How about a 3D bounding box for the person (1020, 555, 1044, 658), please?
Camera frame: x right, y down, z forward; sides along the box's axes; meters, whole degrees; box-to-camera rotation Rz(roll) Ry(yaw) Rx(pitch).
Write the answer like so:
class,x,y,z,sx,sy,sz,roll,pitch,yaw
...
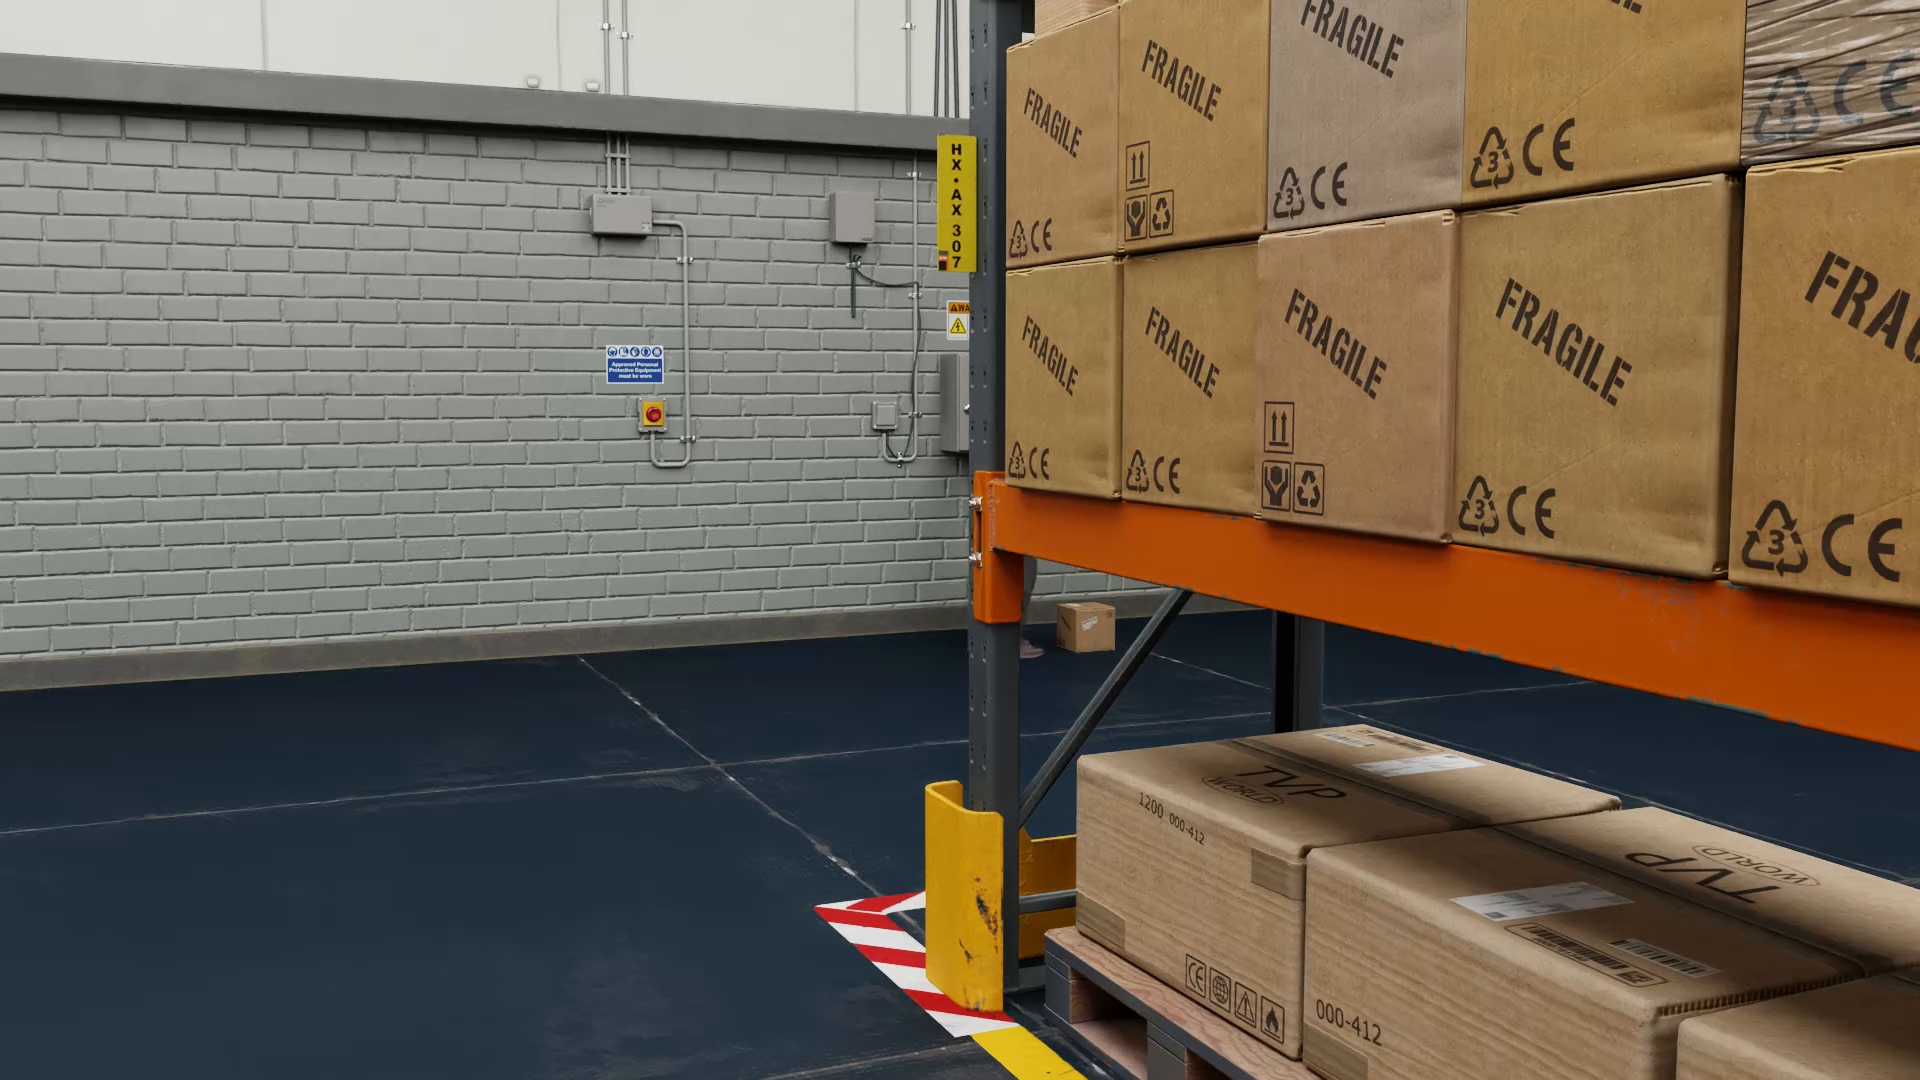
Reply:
class,x,y,z,sx,sy,sz,roll,pitch,yaw
person,0.294,-0.173,9.396,0.314,1.661,0.437,-2,6,-22
